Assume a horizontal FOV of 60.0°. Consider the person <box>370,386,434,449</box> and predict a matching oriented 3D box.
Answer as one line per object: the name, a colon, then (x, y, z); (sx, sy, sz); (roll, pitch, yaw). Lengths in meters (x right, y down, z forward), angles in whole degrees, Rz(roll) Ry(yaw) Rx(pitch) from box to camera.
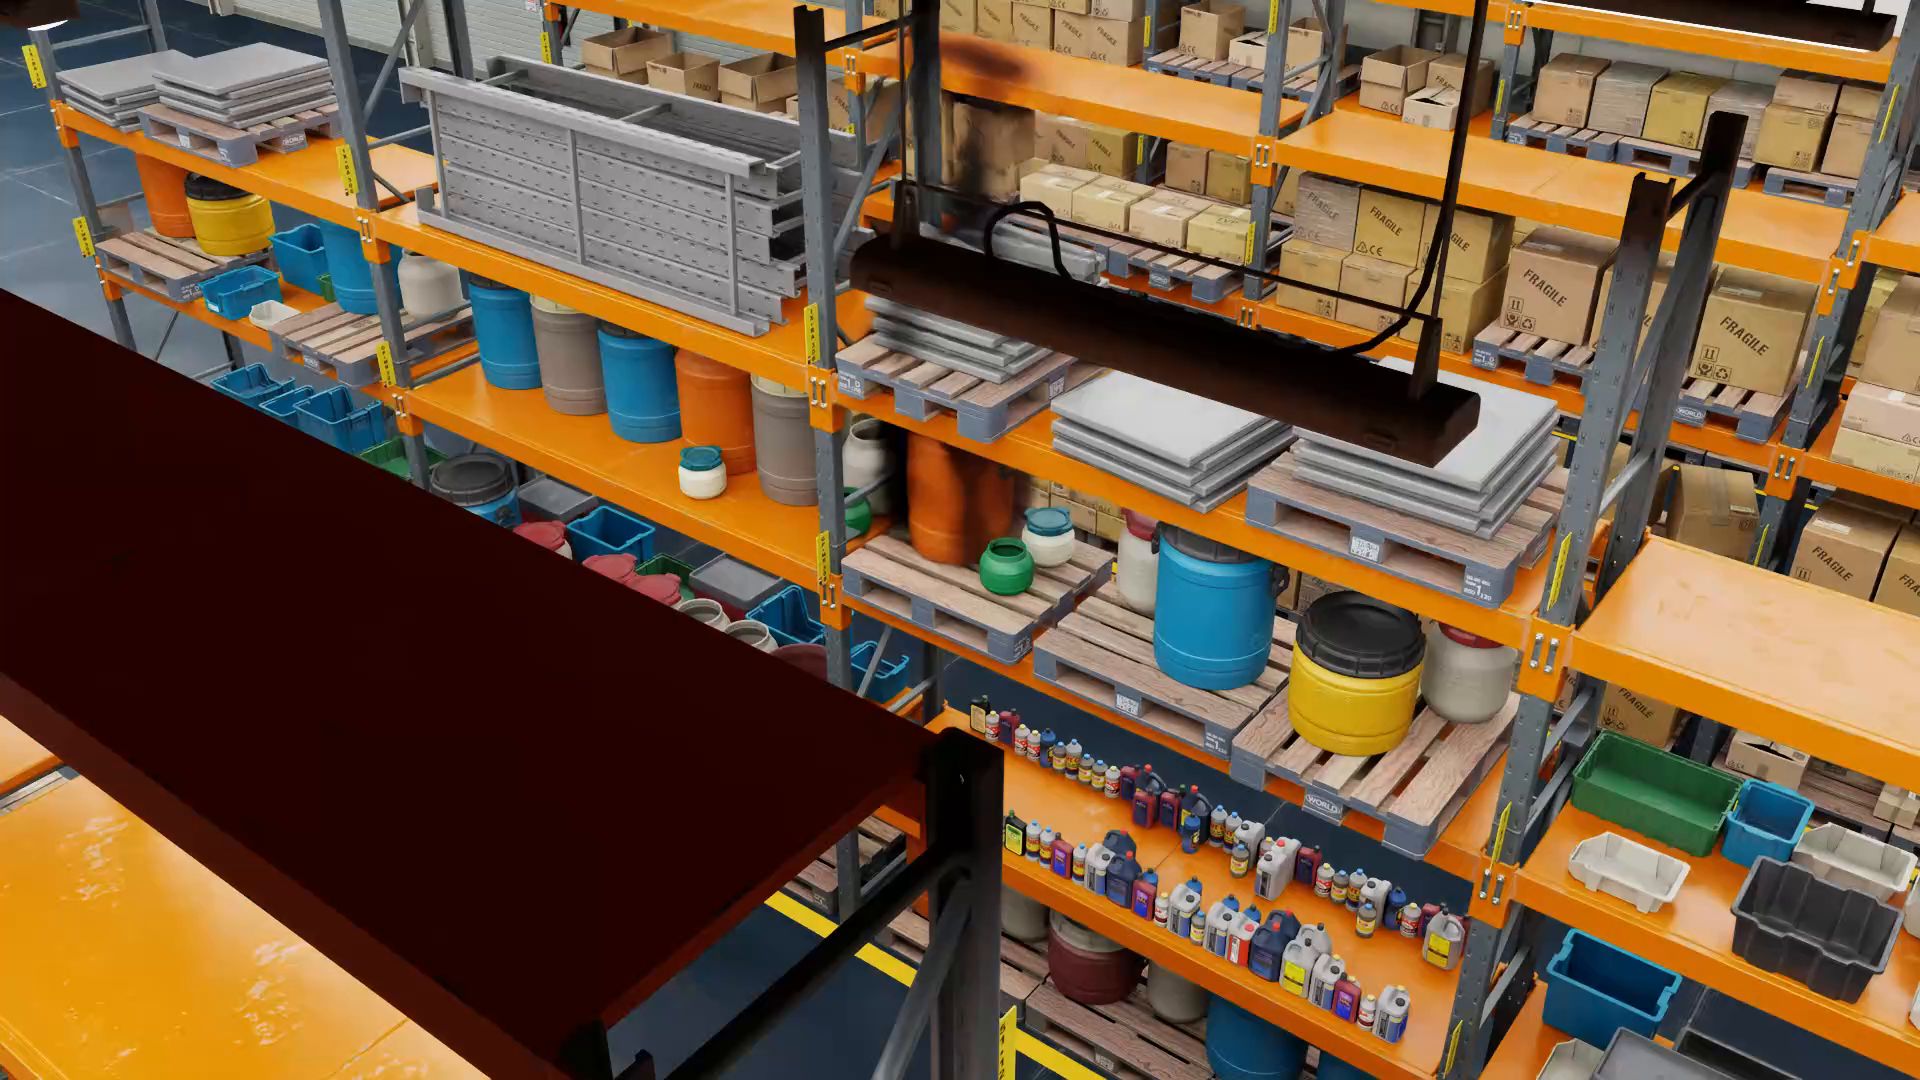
person: (-5.340, -1.337, 15.813); (0.817, 1.789, 0.710); (21, 37, 30)
